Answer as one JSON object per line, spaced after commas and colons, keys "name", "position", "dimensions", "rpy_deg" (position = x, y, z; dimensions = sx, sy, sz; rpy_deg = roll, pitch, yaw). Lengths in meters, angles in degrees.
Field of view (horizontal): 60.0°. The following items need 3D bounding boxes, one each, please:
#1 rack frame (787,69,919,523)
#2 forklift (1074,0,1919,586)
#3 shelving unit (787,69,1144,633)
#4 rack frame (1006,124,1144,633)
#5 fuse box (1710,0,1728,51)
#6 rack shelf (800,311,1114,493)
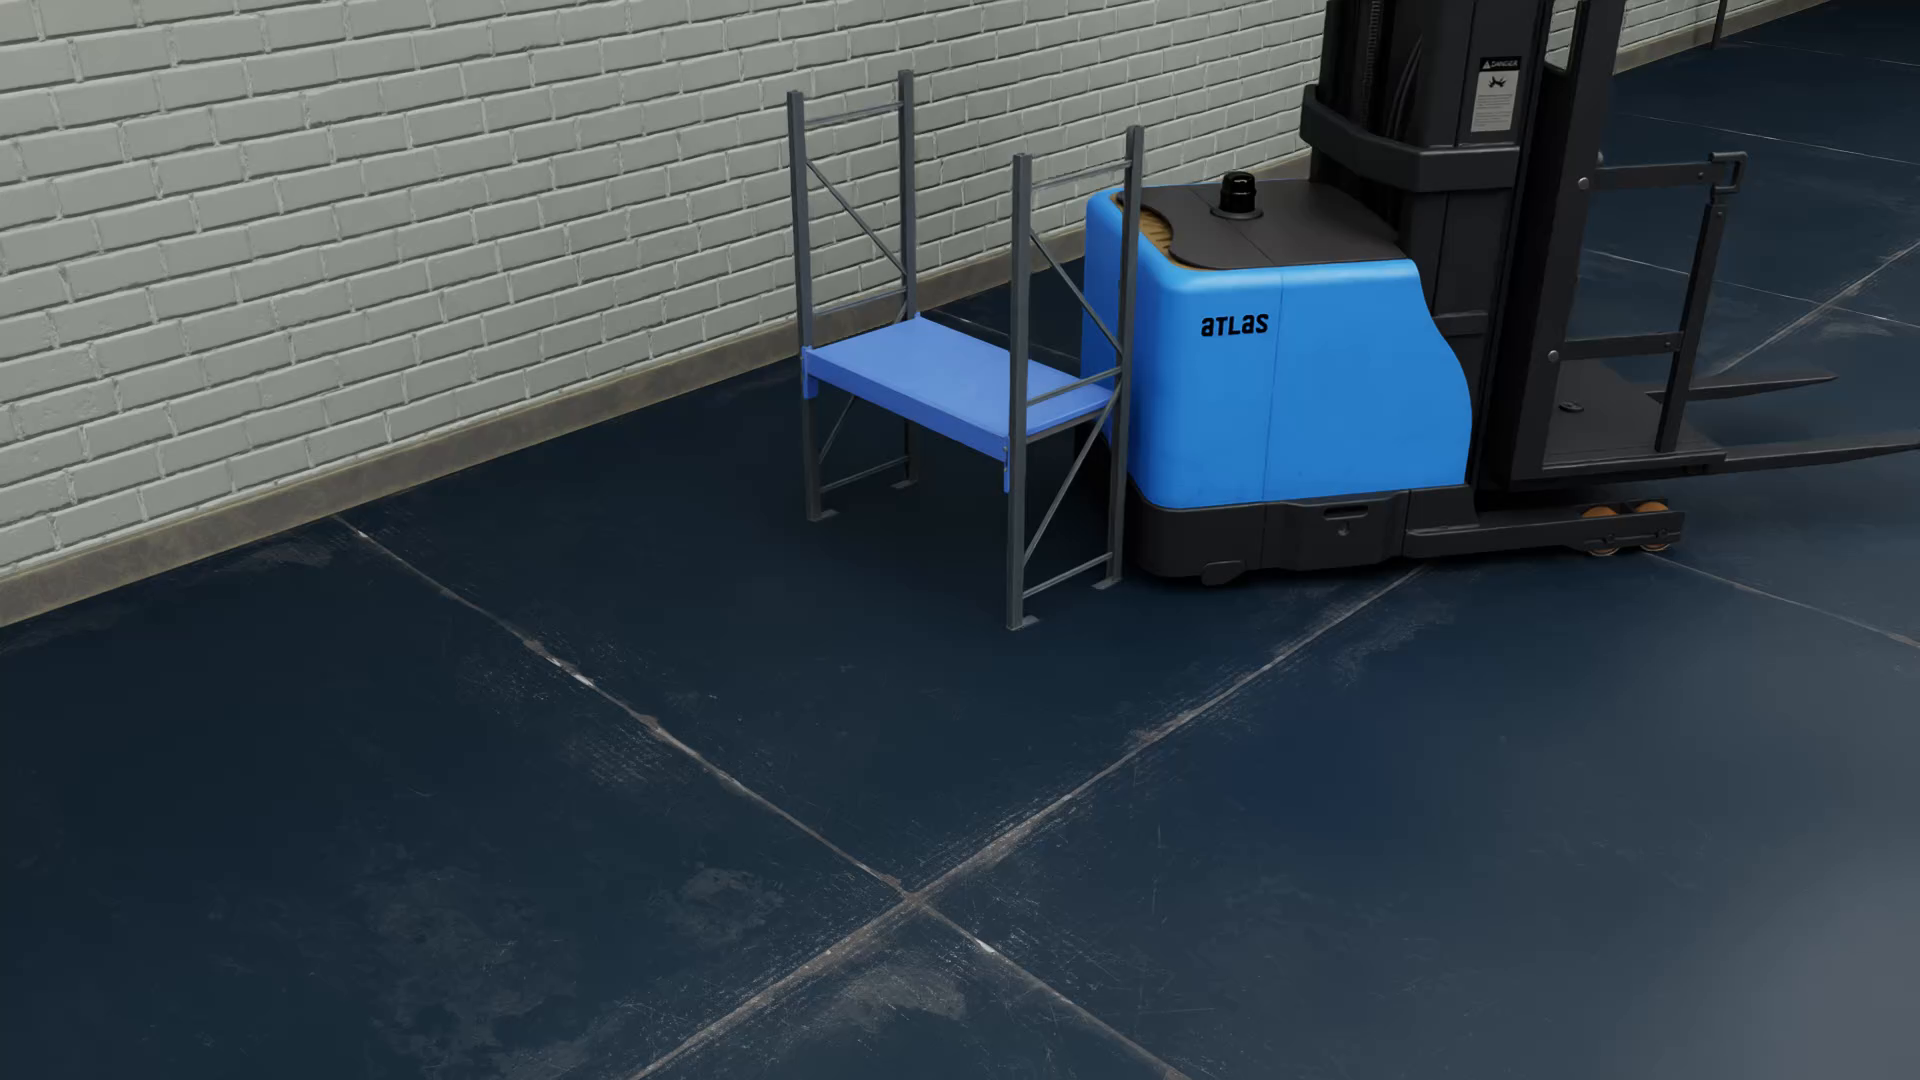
{"name": "rack frame", "position": [-0.347, -0.807, 5.674], "dimensions": [0.500, 1.500, 0.032], "rpy_deg": [-23, 35, -37]}
{"name": "forklift", "position": [1.992, -1.477, 5.410], "dimensions": [3.031, 2.935, 1.130], "rpy_deg": [-5, 28, -10]}
{"name": "shelving unit", "position": [-0.004, -0.633, 5.342], "dimensions": [0.538, 1.500, 1.048], "rpy_deg": [-23, 35, -37]}
{"name": "rack frame", "position": [0.338, -0.458, 5.009], "dimensions": [0.500, 1.500, 0.032], "rpy_deg": [-23, 35, -37]}
{"name": "fuse box", "position": [5.972, -4.616, 12.690], "dimensions": [0.414, 1.711, 0.539], "rpy_deg": [25, 36, 38]}
{"name": "rack shelf", "position": [-0.004, -0.473, 5.425], "dimensions": [0.538, 0.185, 1.000], "rpy_deg": [-23, 35, -37]}
